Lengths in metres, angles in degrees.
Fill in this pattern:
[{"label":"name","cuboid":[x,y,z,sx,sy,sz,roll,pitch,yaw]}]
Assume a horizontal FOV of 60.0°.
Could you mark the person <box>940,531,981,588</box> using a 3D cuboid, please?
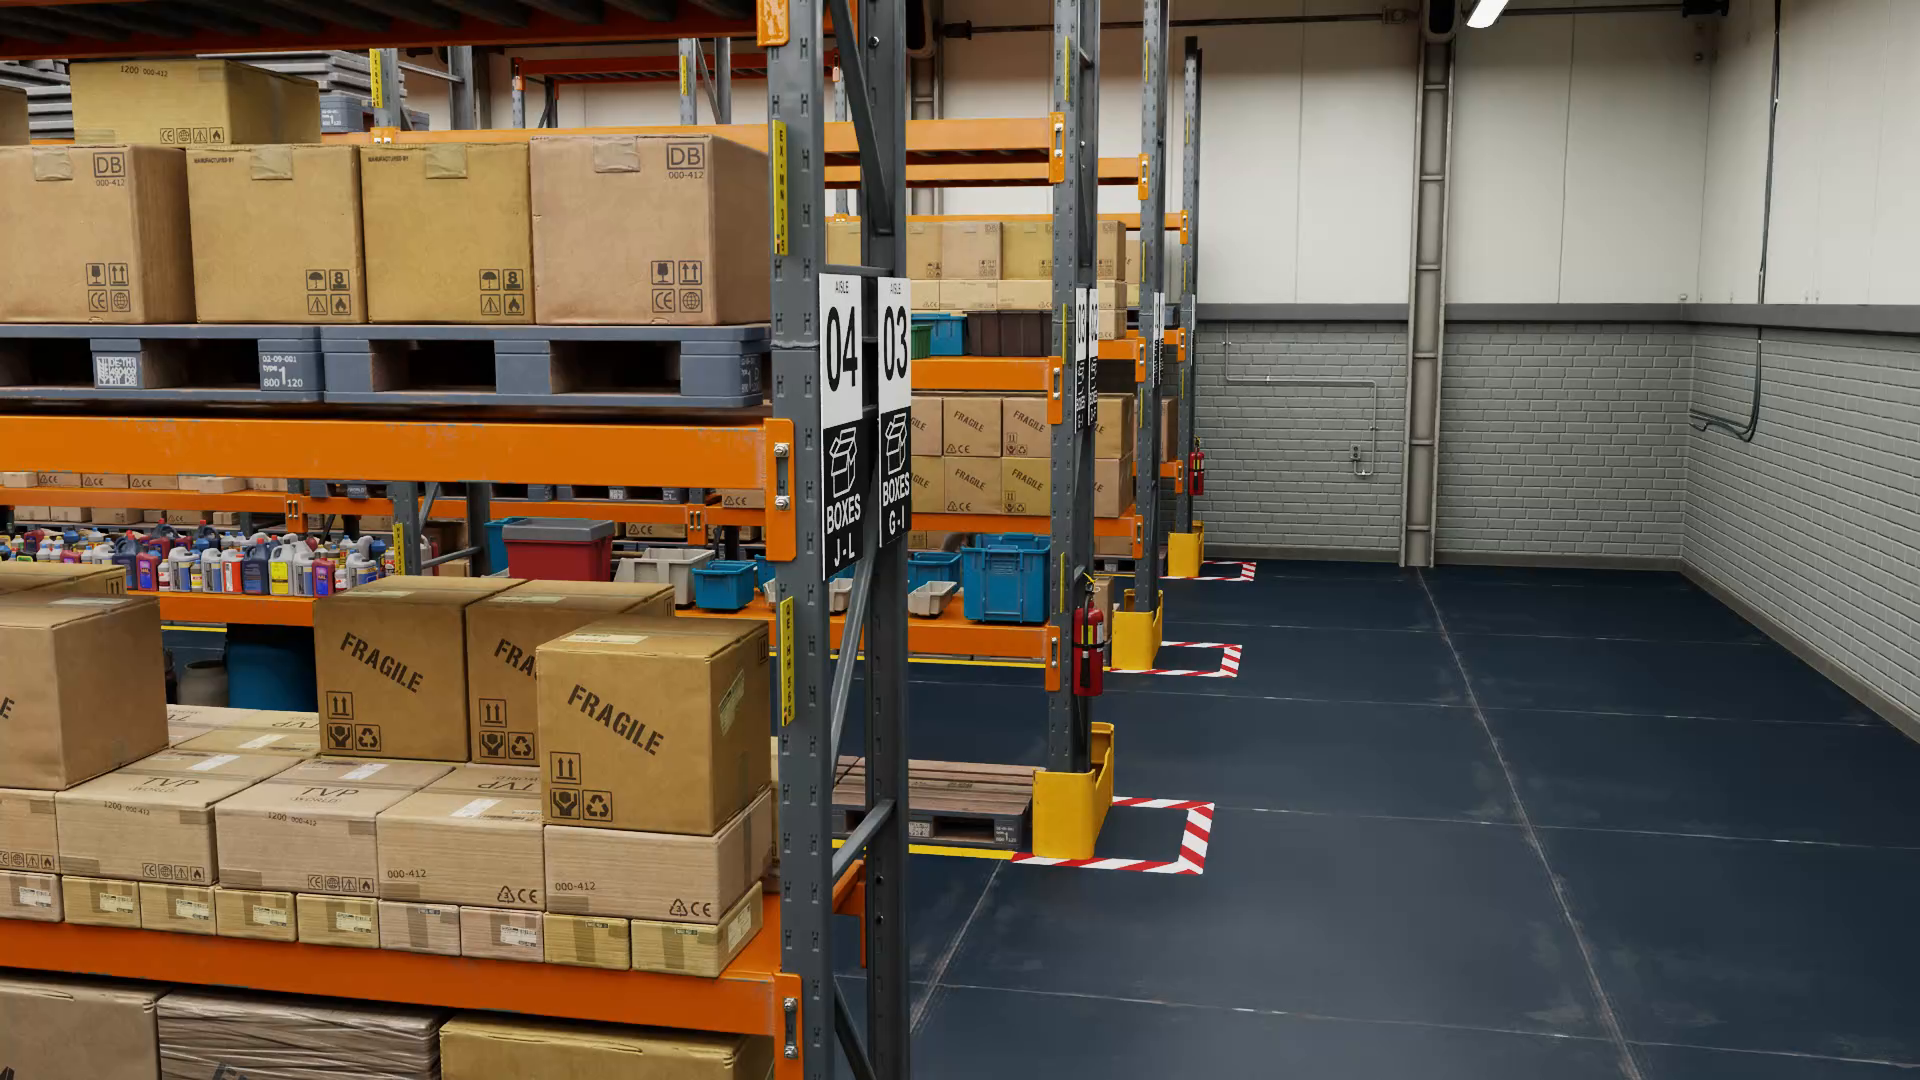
[{"label":"person","cuboid":[0.060,-0.099,17.048,0.482,1.636,0.405,7,11,39]}]
